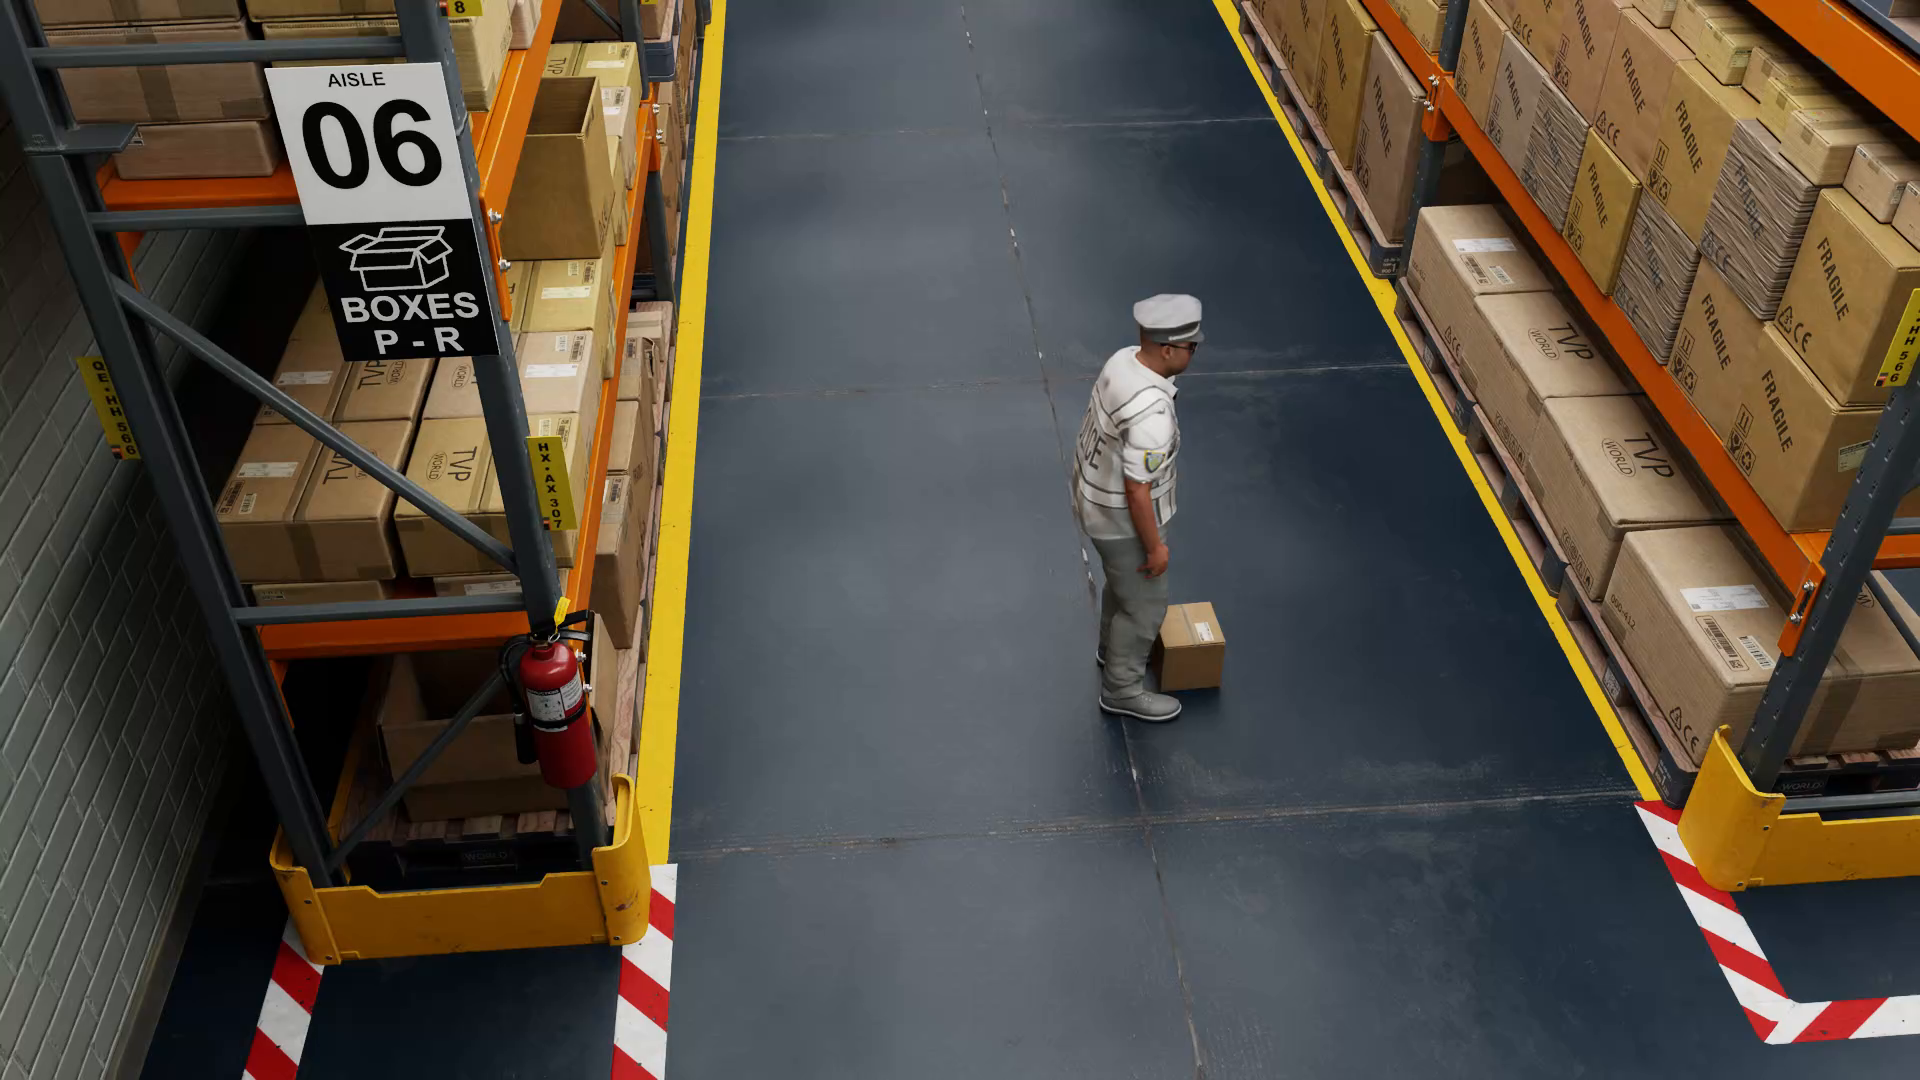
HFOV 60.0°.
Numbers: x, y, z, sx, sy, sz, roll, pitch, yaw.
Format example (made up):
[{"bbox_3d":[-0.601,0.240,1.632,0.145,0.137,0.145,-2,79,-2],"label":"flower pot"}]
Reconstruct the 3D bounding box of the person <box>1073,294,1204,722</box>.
[{"bbox_3d":[0.666,-0.122,6.299,0.467,1.748,0.587,-3,39,-4],"label":"person"}]
